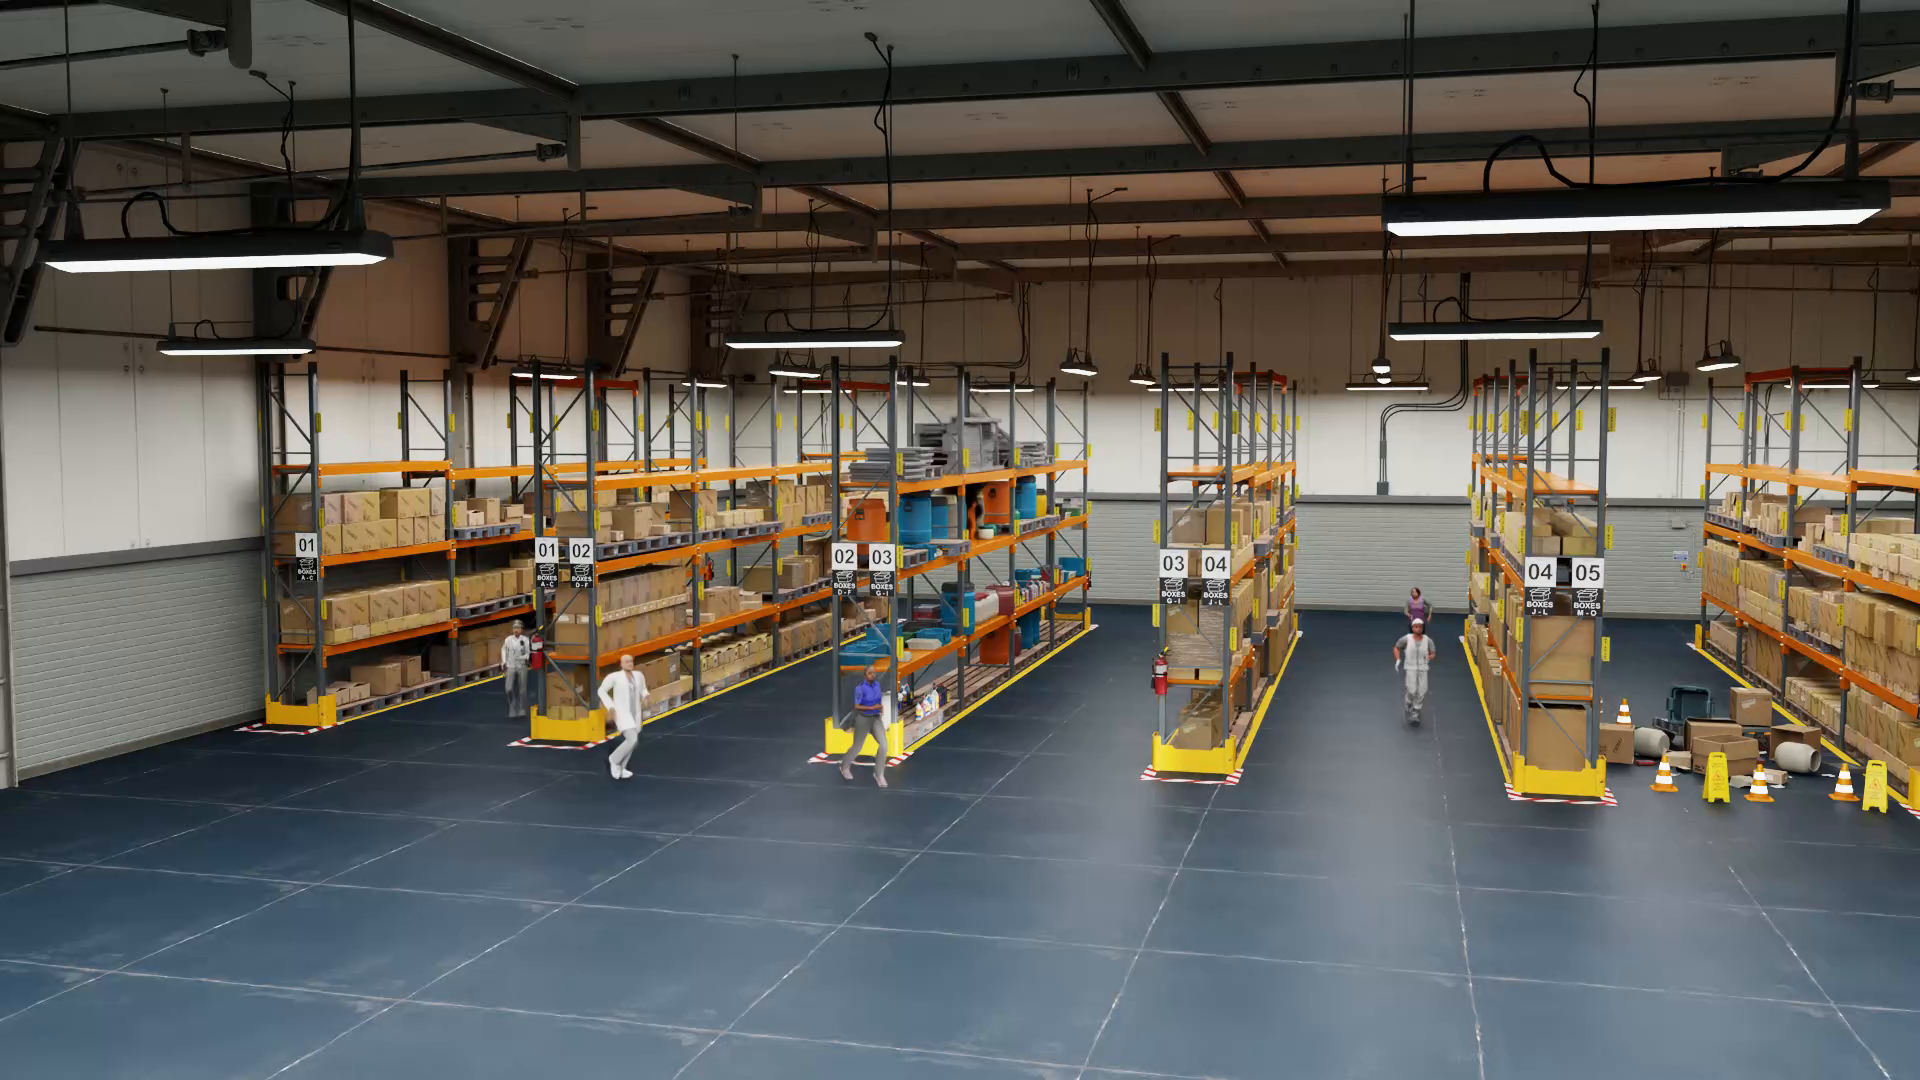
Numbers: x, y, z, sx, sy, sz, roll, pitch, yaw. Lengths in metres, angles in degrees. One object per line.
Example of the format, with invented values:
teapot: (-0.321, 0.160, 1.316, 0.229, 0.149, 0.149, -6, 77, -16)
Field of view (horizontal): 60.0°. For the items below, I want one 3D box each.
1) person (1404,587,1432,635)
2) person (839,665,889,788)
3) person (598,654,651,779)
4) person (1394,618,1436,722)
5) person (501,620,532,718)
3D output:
person: (9.584, 1.761, 34.835, 0.560, 1.550, 0.734, 1, 4, 20)
person: (-1.283, 2.565, 23.044, 0.586, 1.705, 0.891, -3, 5, -38)
person: (-4.640, 2.499, 23.372, 0.683, 1.710, 0.684, 4, 5, 42)
person: (7.556, 2.171, 27.528, 0.646, 1.743, 0.650, 0, 4, 3)
person: (-7.499, 2.178, 28.119, 0.587, 1.674, 0.651, 0, 4, -4)
